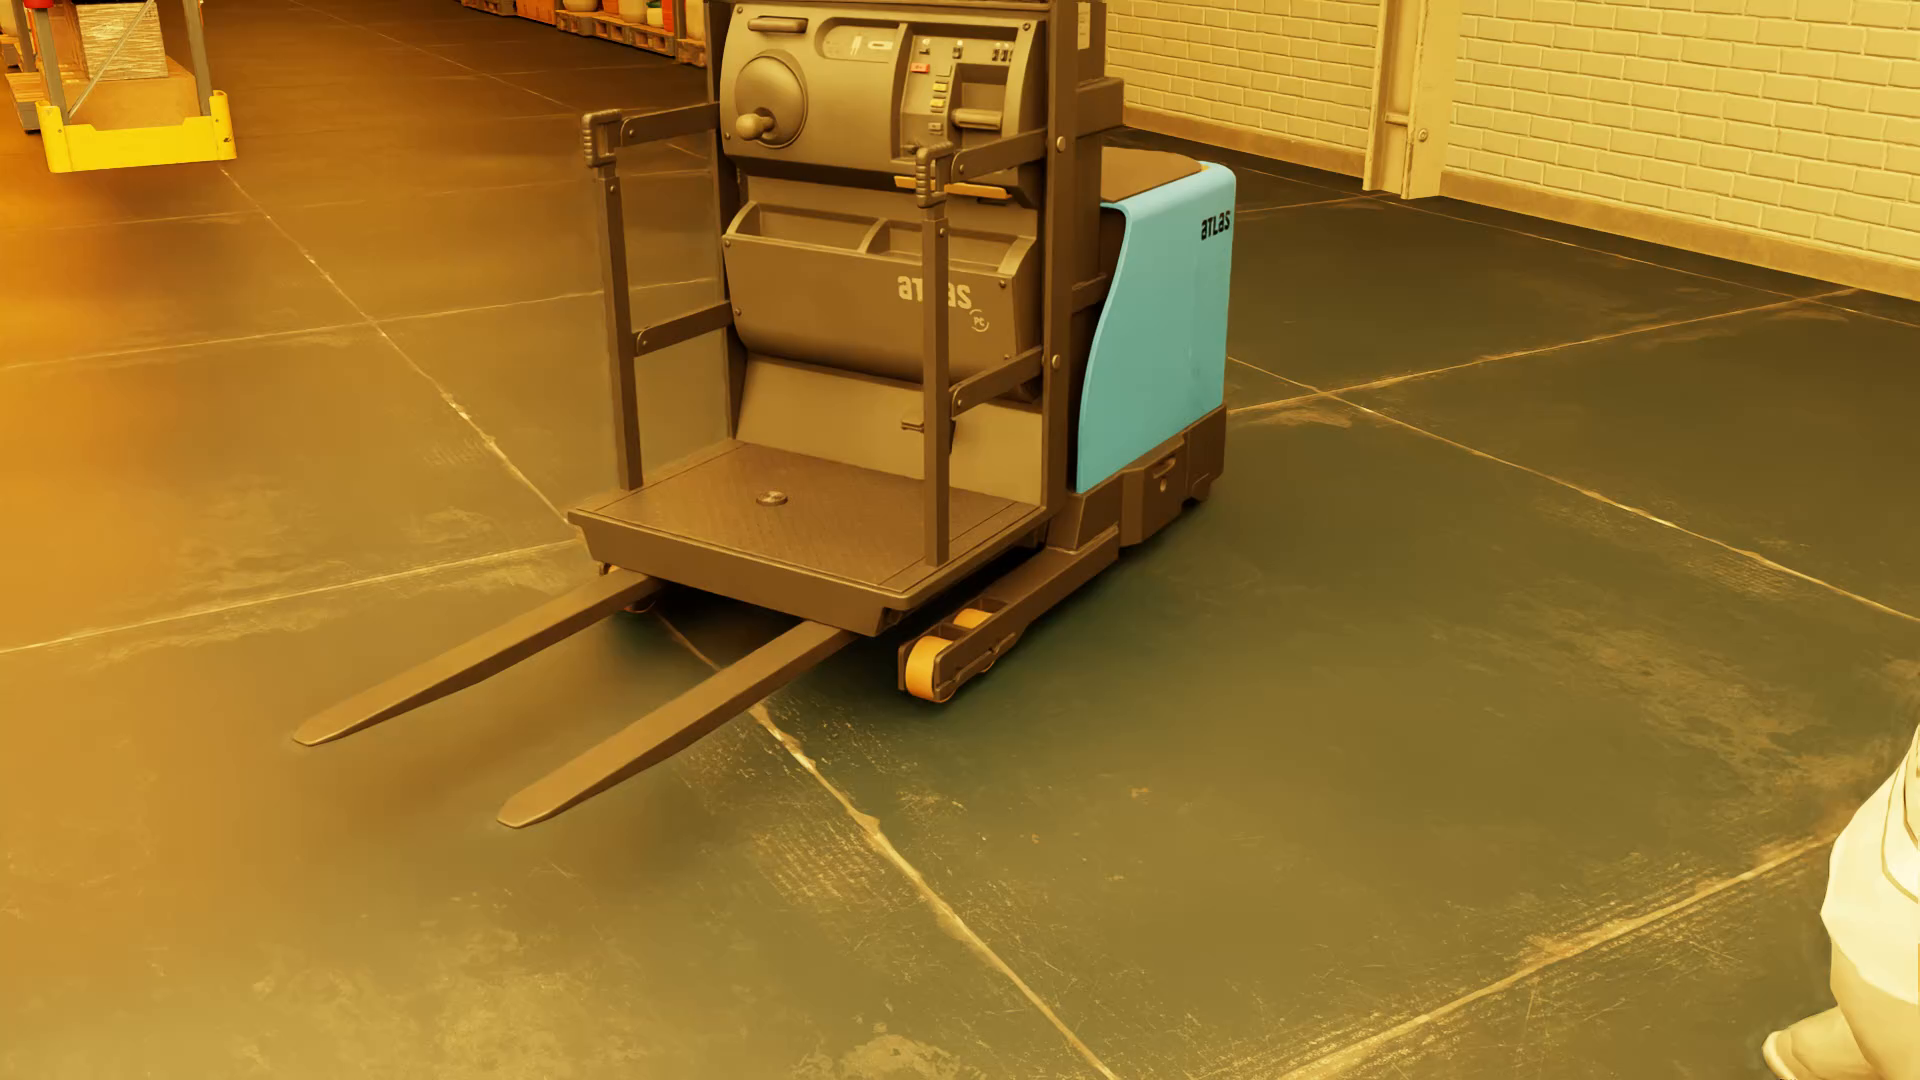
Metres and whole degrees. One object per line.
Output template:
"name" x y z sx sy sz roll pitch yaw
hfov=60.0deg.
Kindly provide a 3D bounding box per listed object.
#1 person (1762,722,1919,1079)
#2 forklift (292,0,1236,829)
"person" 1.267 0.532 1.960 0.510 1.577 1.106 13 26 29
"forklift" -0.336 -1.151 4.079 1.130 2.935 3.031 13 26 29
